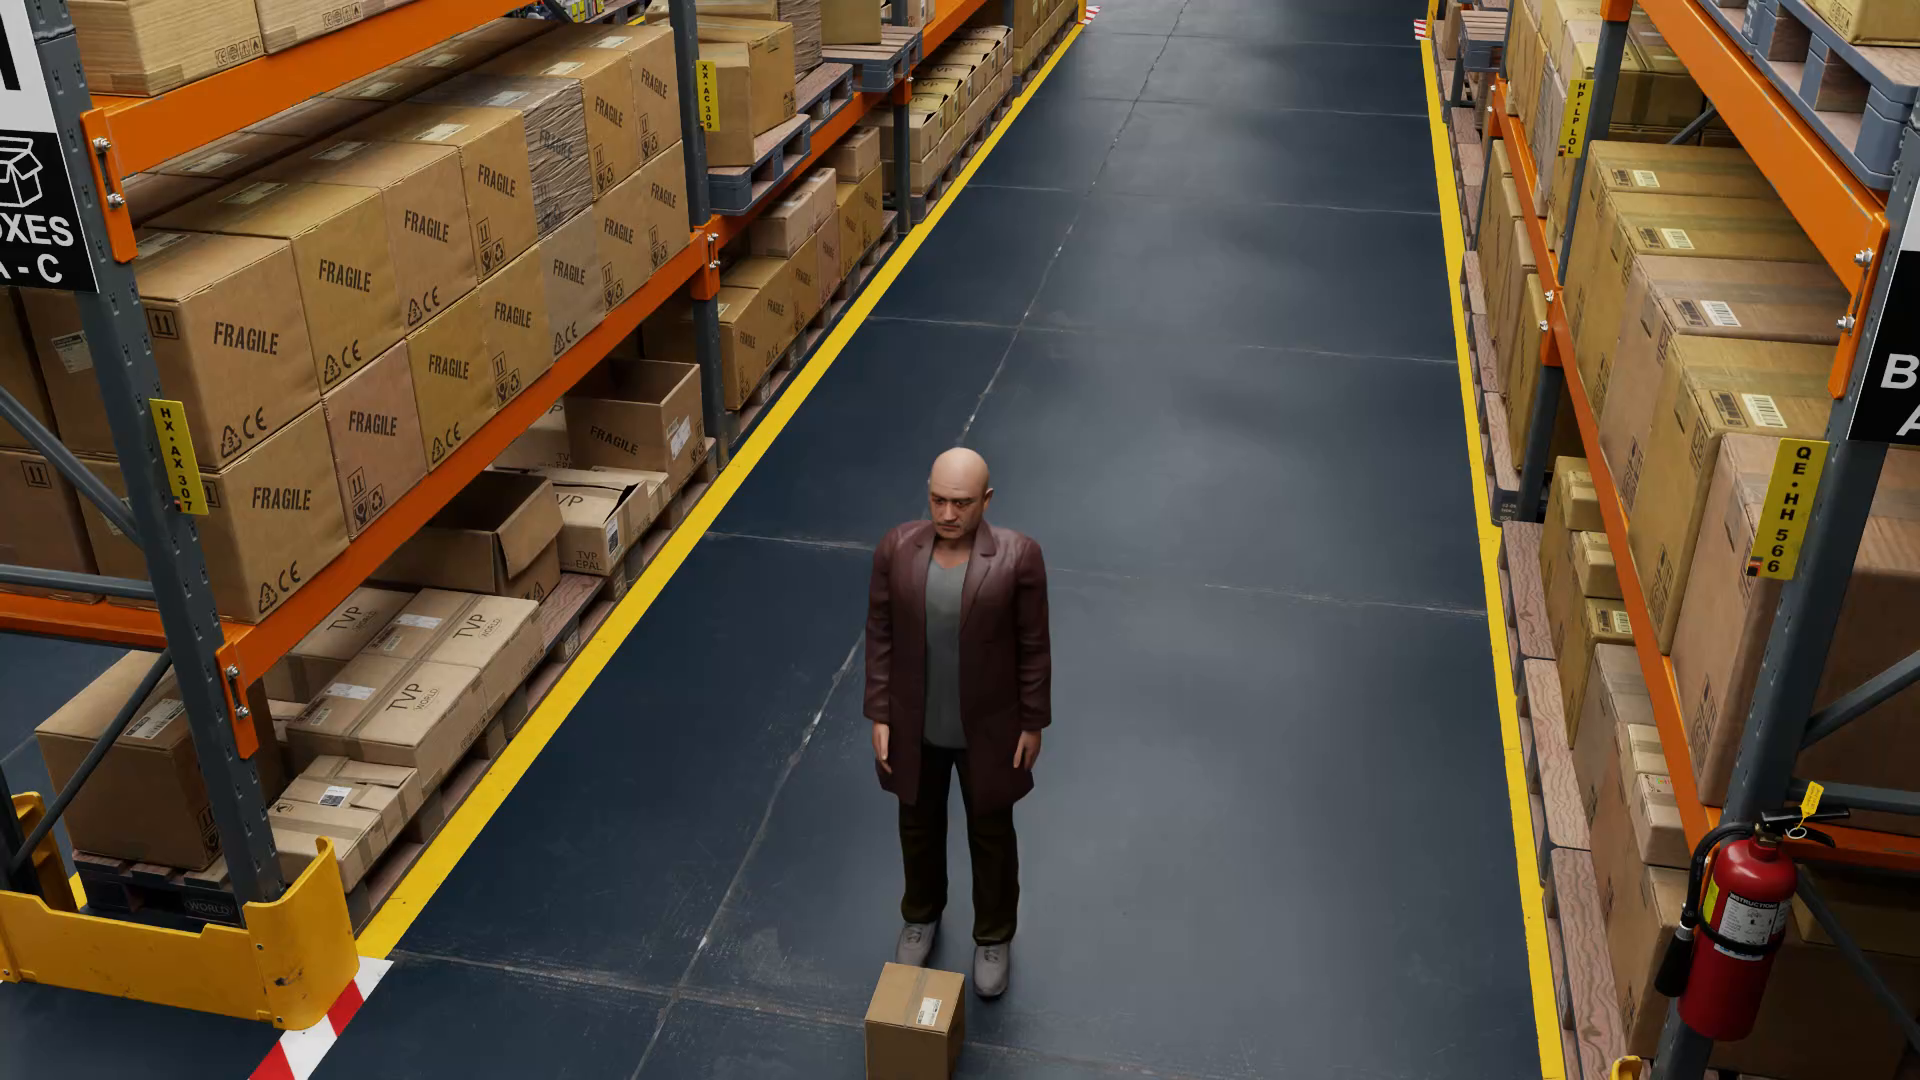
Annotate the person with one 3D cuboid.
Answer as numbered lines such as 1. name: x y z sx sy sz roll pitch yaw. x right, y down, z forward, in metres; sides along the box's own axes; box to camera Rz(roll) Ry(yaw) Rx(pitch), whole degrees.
1. person: -0.019 0.574 5.066 0.583 1.791 0.405 6 29 12
